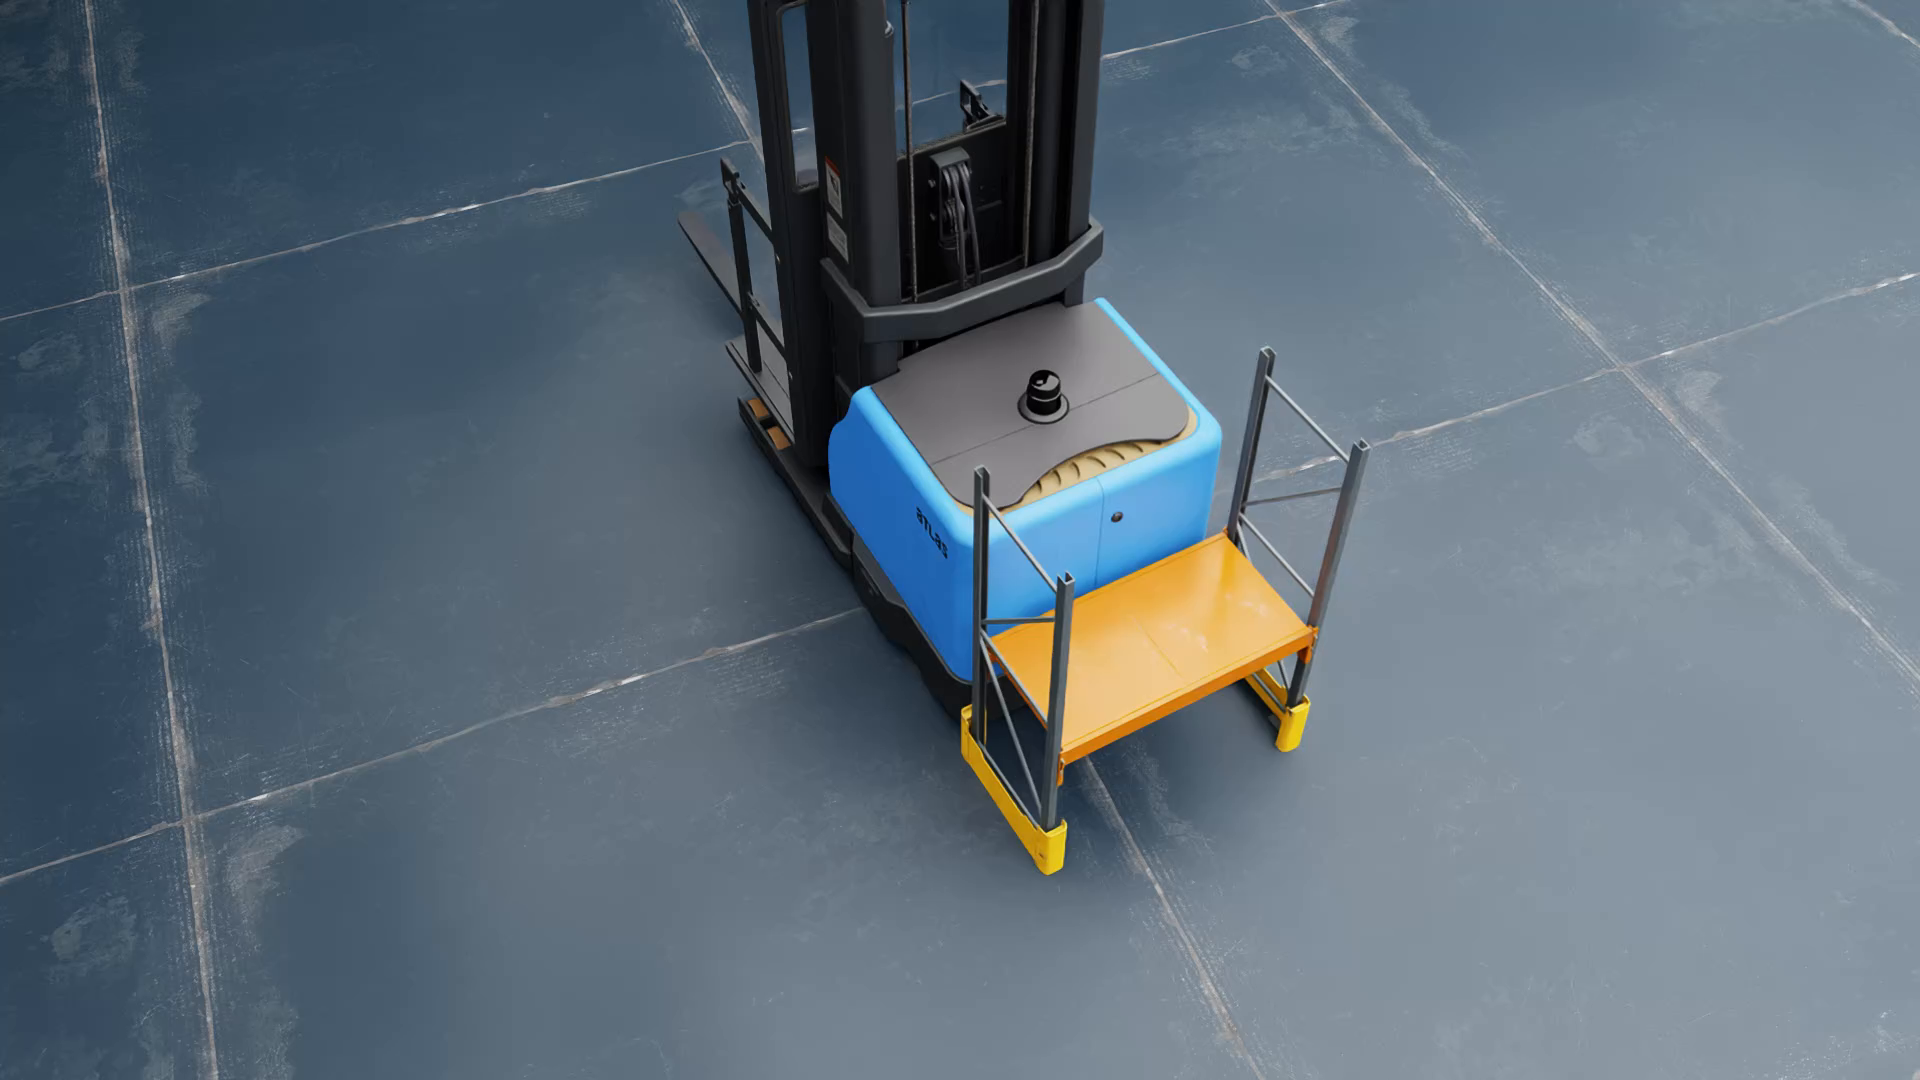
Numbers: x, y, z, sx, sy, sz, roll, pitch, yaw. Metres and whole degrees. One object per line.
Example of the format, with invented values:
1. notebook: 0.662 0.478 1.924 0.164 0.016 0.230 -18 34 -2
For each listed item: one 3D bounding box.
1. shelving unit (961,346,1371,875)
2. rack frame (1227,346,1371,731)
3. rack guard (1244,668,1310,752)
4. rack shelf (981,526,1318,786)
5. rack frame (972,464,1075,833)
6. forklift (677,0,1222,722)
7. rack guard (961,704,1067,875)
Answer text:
1. shelving unit: 0.611 0.253 5.385 1.083 1.500 0.587 -23 53 -19
2. rack frame: 1.061 0.059 5.551 0.032 1.500 0.500 -23 53 -19
3. rack guard: 1.044 0.474 6.019 0.087 0.250 0.587 -23 53 -19
4. rack shelf: 0.619 0.367 5.524 1.000 0.185 0.538 -23 53 -19
5. rack frame: 0.177 0.440 5.224 0.032 1.500 0.500 -23 53 -19
6. forklift: -0.264 -1.419 5.877 1.130 2.935 3.031 -23 53 -18
7. rack guard: 0.178 0.847 5.698 0.087 0.250 0.587 -23 53 -19
